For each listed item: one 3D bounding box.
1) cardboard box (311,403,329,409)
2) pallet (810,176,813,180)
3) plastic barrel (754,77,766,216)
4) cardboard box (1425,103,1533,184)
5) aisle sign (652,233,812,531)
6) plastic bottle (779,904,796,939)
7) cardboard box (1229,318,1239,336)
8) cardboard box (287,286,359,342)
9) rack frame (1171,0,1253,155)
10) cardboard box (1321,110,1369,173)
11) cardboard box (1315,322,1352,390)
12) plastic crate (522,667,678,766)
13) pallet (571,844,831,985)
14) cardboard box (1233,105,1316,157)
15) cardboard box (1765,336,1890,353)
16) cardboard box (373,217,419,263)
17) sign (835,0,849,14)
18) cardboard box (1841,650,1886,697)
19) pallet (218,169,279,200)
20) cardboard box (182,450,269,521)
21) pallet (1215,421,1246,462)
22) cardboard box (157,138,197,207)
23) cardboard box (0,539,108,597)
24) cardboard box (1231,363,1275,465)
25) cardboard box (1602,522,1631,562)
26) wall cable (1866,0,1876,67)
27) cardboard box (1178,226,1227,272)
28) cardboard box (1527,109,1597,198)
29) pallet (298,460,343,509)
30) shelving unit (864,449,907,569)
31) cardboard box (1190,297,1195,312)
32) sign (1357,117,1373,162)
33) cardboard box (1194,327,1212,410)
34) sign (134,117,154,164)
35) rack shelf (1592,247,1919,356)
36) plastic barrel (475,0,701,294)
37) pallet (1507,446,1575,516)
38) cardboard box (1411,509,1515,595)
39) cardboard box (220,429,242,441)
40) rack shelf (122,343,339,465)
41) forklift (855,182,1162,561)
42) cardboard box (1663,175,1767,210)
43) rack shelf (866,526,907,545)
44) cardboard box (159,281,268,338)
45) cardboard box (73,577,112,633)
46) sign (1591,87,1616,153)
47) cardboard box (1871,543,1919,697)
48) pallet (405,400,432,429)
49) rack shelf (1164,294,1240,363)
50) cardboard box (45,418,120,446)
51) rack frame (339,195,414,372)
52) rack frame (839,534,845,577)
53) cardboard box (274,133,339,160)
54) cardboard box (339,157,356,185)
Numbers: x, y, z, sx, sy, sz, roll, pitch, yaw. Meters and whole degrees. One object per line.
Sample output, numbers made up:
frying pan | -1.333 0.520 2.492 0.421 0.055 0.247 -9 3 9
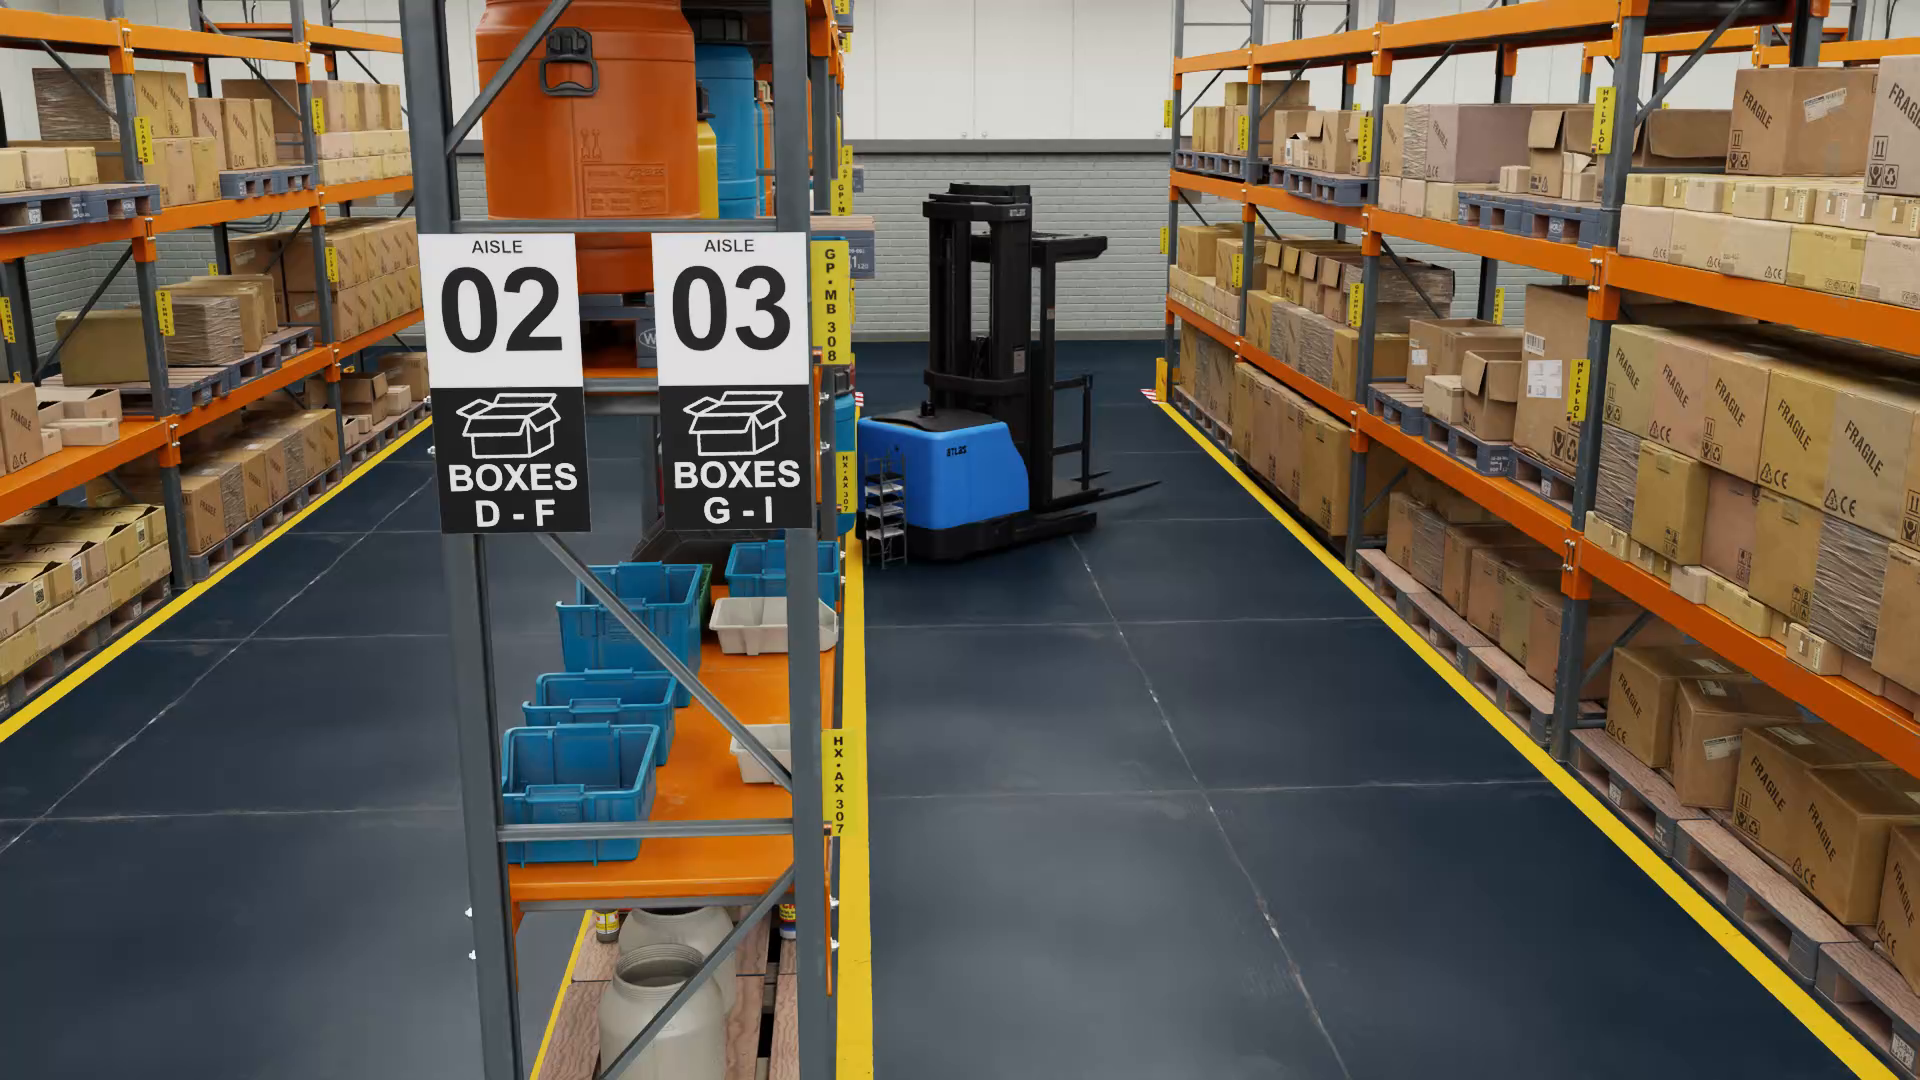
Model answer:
cardboard box | -6.945 -1.308 17.602 0.500 0.311 0.500 -1 14 -3
pallet | -1.338 -2.707 12.885 1.003 0.211 1.213 -1 14 -3
plastic barrel | -1.469 -2.303 9.930 0.600 0.901 0.708 -1 14 -3
cardboard box | 3.394 -2.601 10.893 0.500 0.500 0.500 -1 14 -5
aisle sign | -0.596 -0.410 4.381 0.394 0.787 0.004 -1 14 -3
plastic bottle | -0.694 1.489 6.814 0.097 0.271 0.097 0 14 0
cardboard box | 2.962 -2.174 16.960 0.380 0.149 0.250 -1 14 -3
cardboard box | -6.340 -2.252 16.560 0.500 0.500 0.500 -1 14 -2
rack frame | 3.060 -6.125 19.773 1.000 3.000 0.127 -1 14 -3
cardboard box | 3.304 -3.298 13.763 0.500 0.500 0.500 0 14 0
cardboard box | 3.252 -1.521 13.719 0.500 0.500 0.500 -1 14 -4
plastic crate | -1.257 0.627 5.870 0.499 0.251 0.408 -1 14 -3
pallet | -1.062 1.663 7.138 1.003 0.211 1.213 -1 14 -3
cardboard box | 3.199 -4.171 16.956 0.700 0.500 0.500 -2 15 -7
cardboard box | 4.138 -0.680 7.845 0.500 0.500 0.500 -1 14 -3
cardboard box | -6.526 -3.494 19.379 0.500 0.500 0.500 -1 14 -4
sign | -0.839 -3.913 11.823 0.100 0.325 0.005 -1 14 -3
cardboard box | 3.734 0.503 6.556 0.380 0.149 0.250 -1 14 -3
pallet | -6.542 -3.013 14.076 1.213 0.211 1.003 -1 14 -3
cardboard box | -6.139 -0.453 13.901 0.500 0.500 0.500 -1 14 -4
pallet | 3.339 -1.065 17.741 1.003 0.211 1.213 -1 14 -3
cardboard box | -6.424 -2.814 12.723 0.910 0.500 0.500 -1 14 -3
cardboard box | -5.987 0.160 10.935 0.500 0.311 0.500 -1 14 -4
cardboard box | 3.367 -1.240 16.249 1.225 0.875 0.875 -1 14 -3
cardboard box | 3.519 0.007 8.484 0.380 0.149 0.250 -1 14 -3
wall cable | 13.068 -7.699 25.891 2.355 3.000 0.029 -1 14 -3
cardboard box | 2.851 -3.406 19.445 0.500 0.500 0.500 -1 14 -5
cardboard box | 3.814 -2.294 9.853 0.797 0.503 0.637 0 14 -1
pallet | -6.492 -0.521 15.626 1.003 0.211 1.213 -1 14 -3
shelving unit | -0.587 -0.244 13.152 0.258 0.900 0.210 -13 20 -37
cardboard box | 2.834 -2.685 18.946 0.380 0.149 0.250 -1 14 -4
sign | 3.001 -2.965 12.314 0.100 0.325 0.005 -1 14 -3
cardboard box | 3.236 -2.010 19.239 0.875 0.875 0.875 -1 14 -3
sign | -5.778 -2.826 11.774 0.100 0.325 0.005 -1 14 -3
rack shelf | 3.927 -0.842 6.704 1.077 0.370 4.000 -1 14 -3
plastic barrel | -1.049 -1.147 4.740 0.600 0.830 0.708 -1 14 -3
pallet | 3.901 -0.335 9.692 1.003 0.211 1.213 -1 14 -3
cardboard box | 3.664 0.072 11.862 0.700 0.500 0.500 -2 15 -8
cardboard box | -6.726 -0.694 14.839 0.500 0.500 0.500 -1 14 -3
rack shelf | -6.456 -1.227 14.219 1.077 0.370 4.000 -1 14 -3
forklift | 0.539 -1.543 14.140 3.031 2.935 1.130 -14 20 -42
cardboard box | 3.600 -1.658 7.930 0.380 0.149 0.250 -2 15 -6
rack shelf | -0.585 -0.039 13.210 0.258 0.077 0.200 -13 20 -37
cardboard box | -6.668 -2.033 14.866 0.700 0.500 0.500 1 14 5
cardboard box | -5.992 0.431 11.009 0.500 0.250 0.500 -1 14 -2
sign | 3.249 -2.120 8.397 0.100 0.325 0.005 -1 14 -3
cardboard box | 3.894 0.307 6.014 0.875 0.500 0.500 -1 14 -3
pallet | -6.773 -1.500 19.433 1.003 0.211 1.213 -1 14 -3
rack shelf | 3.184 -2.374 18.677 1.077 0.370 4.000 -1 14 -3
cardboard box | -6.001 -0.737 11.375 0.380 0.149 0.250 -1 14 -3
rack frame | -6.828 -3.068 19.929 1.000 3.000 0.127 -1 14 -3
rack frame | -1.388 -1.154 12.490 1.000 3.000 0.127 -1 14 -3
cardboard box | -6.362 -3.820 16.131 0.500 0.250 0.500 -1 14 -3
cardboard box | -6.390 -3.702 16.676 0.500 0.250 0.500 -1 14 -3
